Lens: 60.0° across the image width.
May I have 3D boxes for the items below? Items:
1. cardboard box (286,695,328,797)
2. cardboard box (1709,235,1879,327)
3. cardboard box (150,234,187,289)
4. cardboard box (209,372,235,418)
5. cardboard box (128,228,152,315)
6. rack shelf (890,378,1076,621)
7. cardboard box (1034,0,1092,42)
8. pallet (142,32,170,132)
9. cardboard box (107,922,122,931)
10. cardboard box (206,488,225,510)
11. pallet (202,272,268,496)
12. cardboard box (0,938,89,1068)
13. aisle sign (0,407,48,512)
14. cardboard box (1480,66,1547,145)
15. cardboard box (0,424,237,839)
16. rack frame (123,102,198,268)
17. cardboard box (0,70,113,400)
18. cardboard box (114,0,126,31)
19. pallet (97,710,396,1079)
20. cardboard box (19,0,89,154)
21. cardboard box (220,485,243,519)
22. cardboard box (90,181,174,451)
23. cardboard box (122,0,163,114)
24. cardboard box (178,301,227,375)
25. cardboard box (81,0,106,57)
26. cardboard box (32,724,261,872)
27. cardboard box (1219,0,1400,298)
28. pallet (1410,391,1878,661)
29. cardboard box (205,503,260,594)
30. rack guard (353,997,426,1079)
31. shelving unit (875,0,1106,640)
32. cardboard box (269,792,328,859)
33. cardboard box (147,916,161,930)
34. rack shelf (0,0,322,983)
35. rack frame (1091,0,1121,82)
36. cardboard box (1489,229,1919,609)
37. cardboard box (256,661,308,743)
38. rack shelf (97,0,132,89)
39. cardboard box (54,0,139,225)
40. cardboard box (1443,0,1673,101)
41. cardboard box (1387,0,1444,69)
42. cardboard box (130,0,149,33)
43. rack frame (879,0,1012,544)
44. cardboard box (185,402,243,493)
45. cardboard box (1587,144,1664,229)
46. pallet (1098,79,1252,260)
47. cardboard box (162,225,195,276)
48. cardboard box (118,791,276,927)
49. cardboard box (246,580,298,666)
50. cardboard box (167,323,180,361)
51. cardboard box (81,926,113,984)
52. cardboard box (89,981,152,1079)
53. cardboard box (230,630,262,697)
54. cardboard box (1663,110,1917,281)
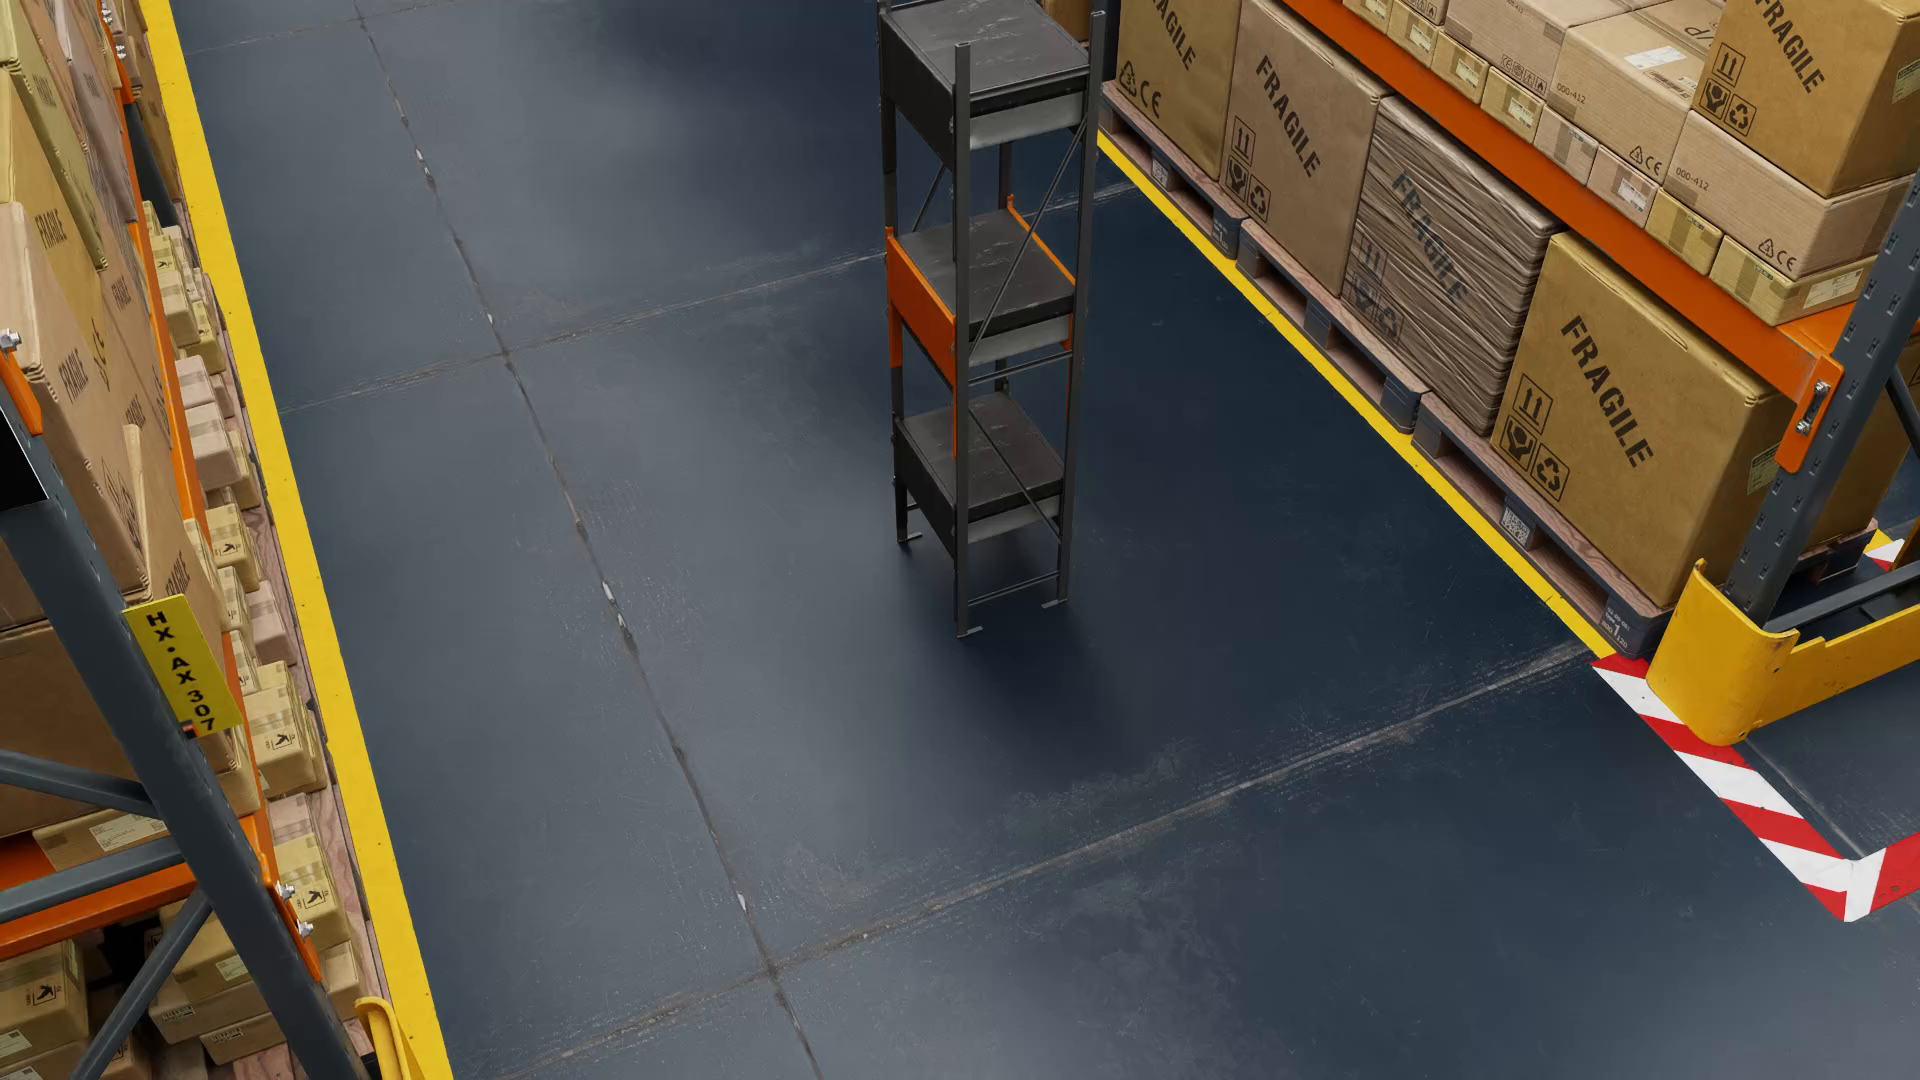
[{"bbox_3d":[-2.022,0.628,4.708,0.380,0.149,0.250,-17,47,-17],"label":"cardboard box"},{"bbox_3d":[2.306,-0.755,4.558,0.380,0.149,0.250,-17,47,-17],"label":"cardboard box"},{"bbox_3d":[-2.941,-0.909,5.843,0.380,0.149,0.250,-17,47,-17],"label":"cardboard box"},{"bbox_3d":[-2.793,-0.509,5.861,0.380,0.149,0.250,-20,48,-19],"label":"cardboard box"},{"bbox_3d":[-2.415,-0.686,4.488,0.380,0.149,0.250,-17,47,-17],"label":"cardboard box"},{"bbox_3d":[0.070,-0.134,5.407,0.431,0.518,0.480,-18,47,-17],"label":"rack shelf"},{"bbox_3d":[0.785,-3.059,7.928,1.225,0.875,0.875,-18,47,-17],"label":"cardboard box"},{"bbox_3d":[-4.316,-2.145,7.774,1.003,0.211,1.213,-18,47,-17],"label":"pallet"},{"bbox_3d":[-2.432,0.949,4.383,0.380,0.149,0.250,-18,47,-18],"label":"cardboard box"},{"bbox_3d":[-2.560,-0.141,5.276,0.380,0.149,0.250,-20,48,-19],"label":"cardboard box"},{"bbox_3d":[-3.156,-0.453,6.059,1.003,0.211,1.213,-18,47,-17],"label":"pallet"},{"bbox_3d":[-2.241,1.077,3.830,0.380,0.149,0.250,-18,47,-17],"label":"cardboard box"},{"bbox_3d":[-1.486,-0.282,2.049,0.394,0.787,0.004,-18,47,-17],"label":"aisle sign"},{"bbox_3d":[1.875,-1.405,5.217,0.380,0.149,0.250,-19,48,-18],"label":"cardboard box"},{"bbox_3d":[-1.727,0.177,3.152,0.500,0.500,0.500,-16,47,-16],"label":"cardboard box"},{"bbox_3d":[-3.471,-1.863,5.503,1.000,3.000,0.127,-18,47,-17],"label":"rack frame"},{"bbox_3d":[-1.955,-0.496,3.122,0.500,0.500,0.500,-17,47,-16],"label":"cardboard box"},{"bbox_3d":[-3.768,-2.277,6.869,0.500,0.250,0.500,-17,47,-16],"label":"cardboard box"},{"bbox_3d":[-2.130,1.102,4.483,1.003,0.211,1.213,-18,47,-17],"label":"pallet"},{"bbox_3d":[-2.370,-1.158,3.793,0.500,0.500,0.500,-19,48,-19],"label":"cardboard box"},{"bbox_3d":[-2.513,-0.003,5.348,0.380,0.149,0.250,-17,47,-17],"label":"cardboard box"},{"bbox_3d":[-2.169,-0.473,3.811,0.500,0.500,0.500,-17,47,-17],"label":"cardboard box"},{"bbox_3d":[-3.765,-2.009,7.131,0.500,0.500,0.500,-16,47,-16],"label":"cardboard box"},{"bbox_3d":[-2.796,-0.663,5.805,0.380,0.149,0.250,-20,48,-19],"label":"cardboard box"},{"bbox_3d":[-3.011,-1.780,5.135,0.500,0.500,0.500,-18,47,-17],"label":"cardboard box"},{"bbox_3d":[-1.627,0.472,3.315,0.380,0.149,0.250,-18,48,-18],"label":"cardboard box"},{"bbox_3d":[1.656,-1.639,6.489,0.875,0.875,0.875,-18,47,-17],"label":"cardboard box"},{"bbox_3d":[2.347,-0.208,5.811,1.003,0.211,1.213,-18,47,-17],"label":"pallet"},{"bbox_3d":[-2.272,0.072,4.848,0.380,0.149,0.250,-17,47,-17],"label":"cardboard box"},{"bbox_3d":[-1.821,1.527,3.846,1.175,0.500,0.348,-18,47,-17],"label":"rack guard"},{"bbox_3d":[0.070,-0.642,4.906,0.431,2.100,0.503,-18,47,-17],"label":"shelving unit"},{"bbox_3d":[-1.840,0.844,4.278,0.380,0.149,0.250,-18,47,-18],"label":"cardboard box"},{"bbox_3d":[-1.903,0.980,4.352,0.380,0.149,0.250,-18,47,-18],"label":"cardboard box"},{"bbox_3d":[-2.630,-0.333,4.464,1.077,0.370,4.000,-18,47,-17],"label":"rack shelf"},{"bbox_3d":[1.072,-3.264,6.922,1.000,3.000,0.127,-18,47,-17],"label":"rack frame"},{"bbox_3d":[2.412,-0.492,5.327,0.875,0.875,0.875,-18,47,-17],"label":"cardboard box"},{"bbox_3d":[-2.033,0.519,4.607,0.380,0.149,0.250,-17,47,-16],"label":"cardboard box"},{"bbox_3d":[-4.311,-2.882,7.047,1.077,0.370,4.000,-18,47,-17],"label":"rack shelf"},{"bbox_3d":[-2.586,-1.131,4.478,0.500,0.500,0.500,-18,47,-18],"label":"cardboard box"},{"bbox_3d":[1.883,-1.645,5.177,0.500,0.250,0.500,-20,48,-19],"label":"cardboard box"},{"bbox_3d":[1.663,-1.729,5.546,0.380,0.149,0.250,-17,47,-17],"label":"cardboard box"},{"bbox_3d":[-4.186,-2.666,7.797,0.500,0.500,0.500,-20,48,-19],"label":"cardboard box"},{"bbox_3d":[-0.033,-0.797,5.063,0.400,2.100,0.015,-18,47,-17],"label":"rack frame"},{"bbox_3d":[-2.470,-0.250,5.175,0.380,0.149,0.250,-20,48,-19],"label":"cardboard box"},{"bbox_3d":[2.090,-1.081,4.889,0.380,0.149,0.250,-18,47,-17],"label":"cardboard box"},{"bbox_3d":[1.321,-1.763,7.387,1.003,0.211,1.213,-18,47,-17],"label":"pallet"},{"bbox_3d":[-3.050,-0.997,6.144,0.380,0.149,0.250,-17,47,-17],"label":"cardboard box"},{"bbox_3d":[-1.926,0.765,4.146,0.380,0.149,0.250,-17,47,-17],"label":"cardboard box"},{"bbox_3d":[-2.241,0.310,5.031,0.380,0.149,0.250,-20,48,-19],"label":"cardboard box"},{"bbox_3d":[-2.792,-0.564,5.493,0.380,0.149,0.250,-17,47,-16],"label":"cardboard box"},{"bbox_3d":[-2.331,1.011,4.109,0.380,0.149,0.250,-19,48,-18],"label":"cardboard box"},{"bbox_3d":[-2.199,1.277,4.051,0.380,0.149,0.250,-17,47,-17],"label":"cardboard box"},{"bbox_3d":[-2.095,0.433,4.483,0.380,0.149,0.250,-20,48,-19],"label":"cardboard box"},{"bbox_3d":[2.310,-0.998,4.520,0.500,0.250,0.500,-19,48,-18],"label":"cardboard box"}]
